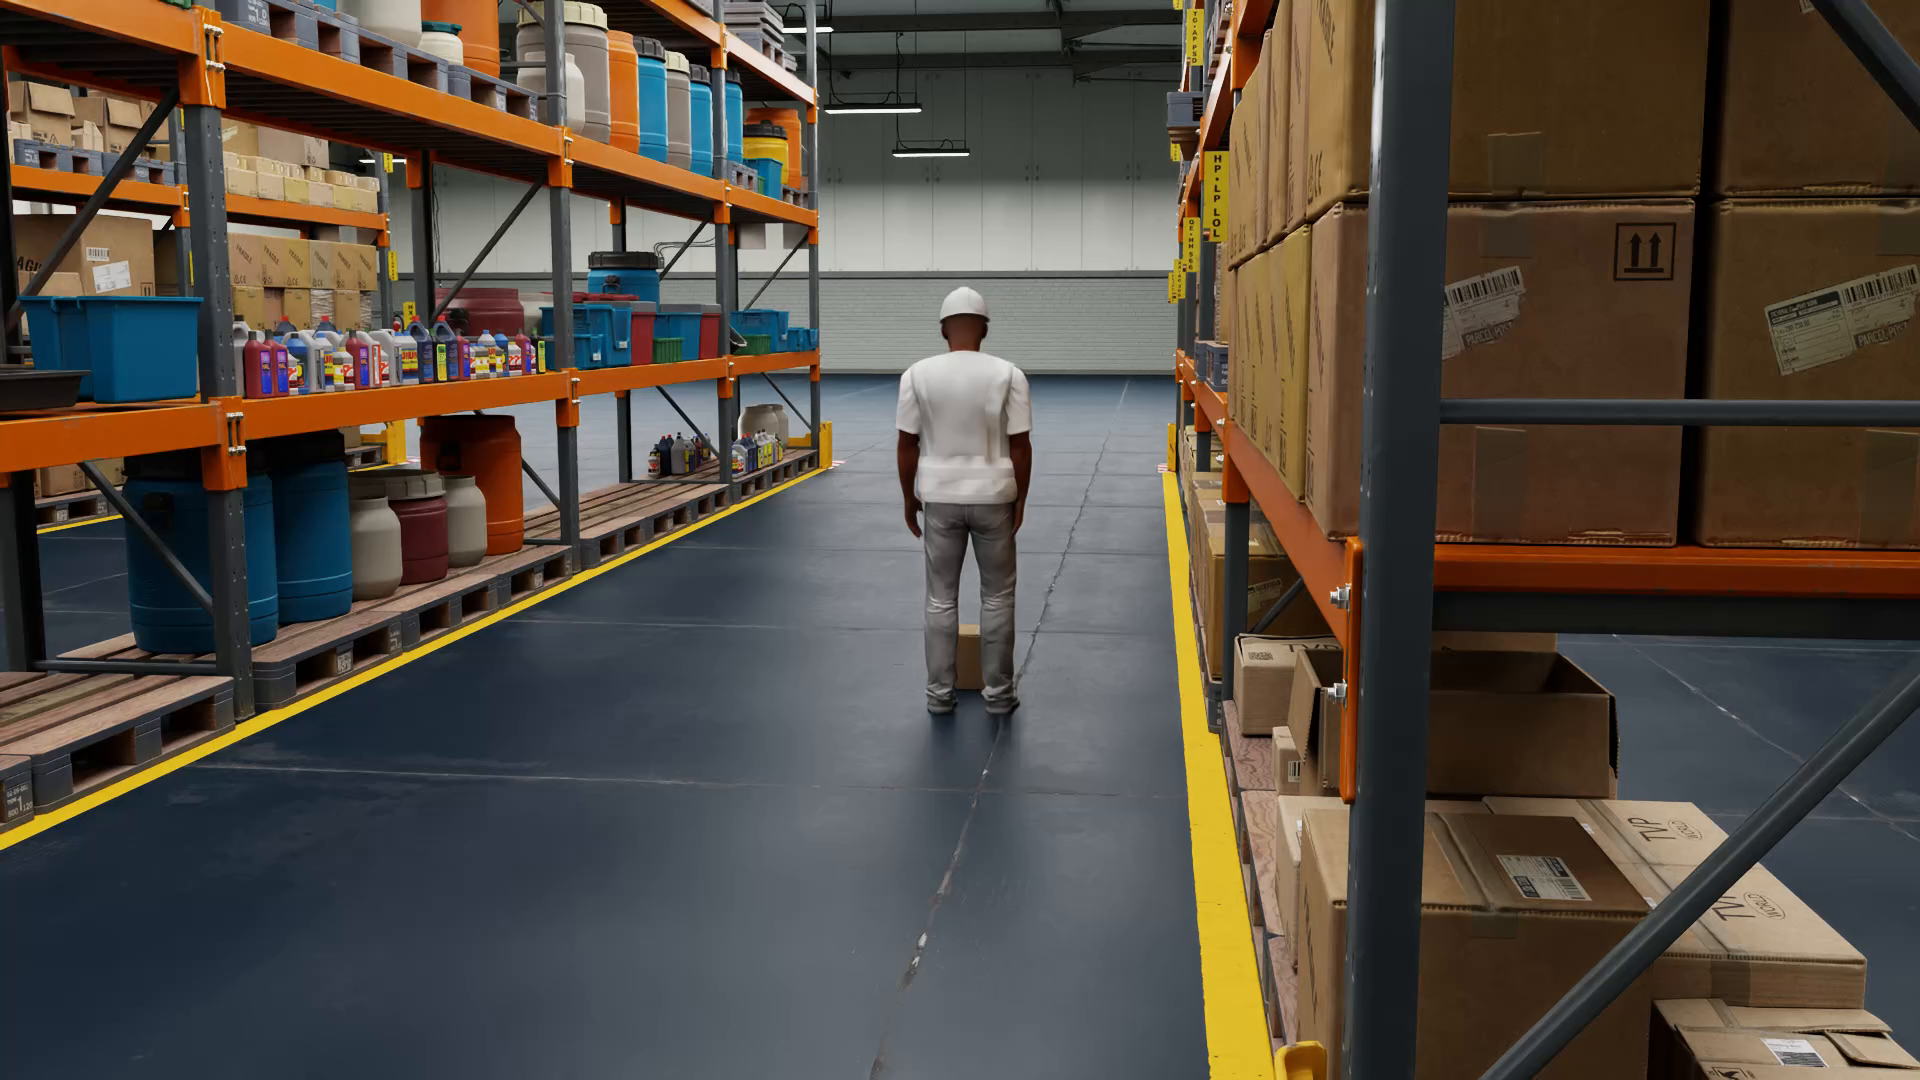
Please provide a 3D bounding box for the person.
[{"bbox_3d":[0.021,-0.160,6.922,0.568,1.760,0.367,1,8,8],"label":"person"}]
